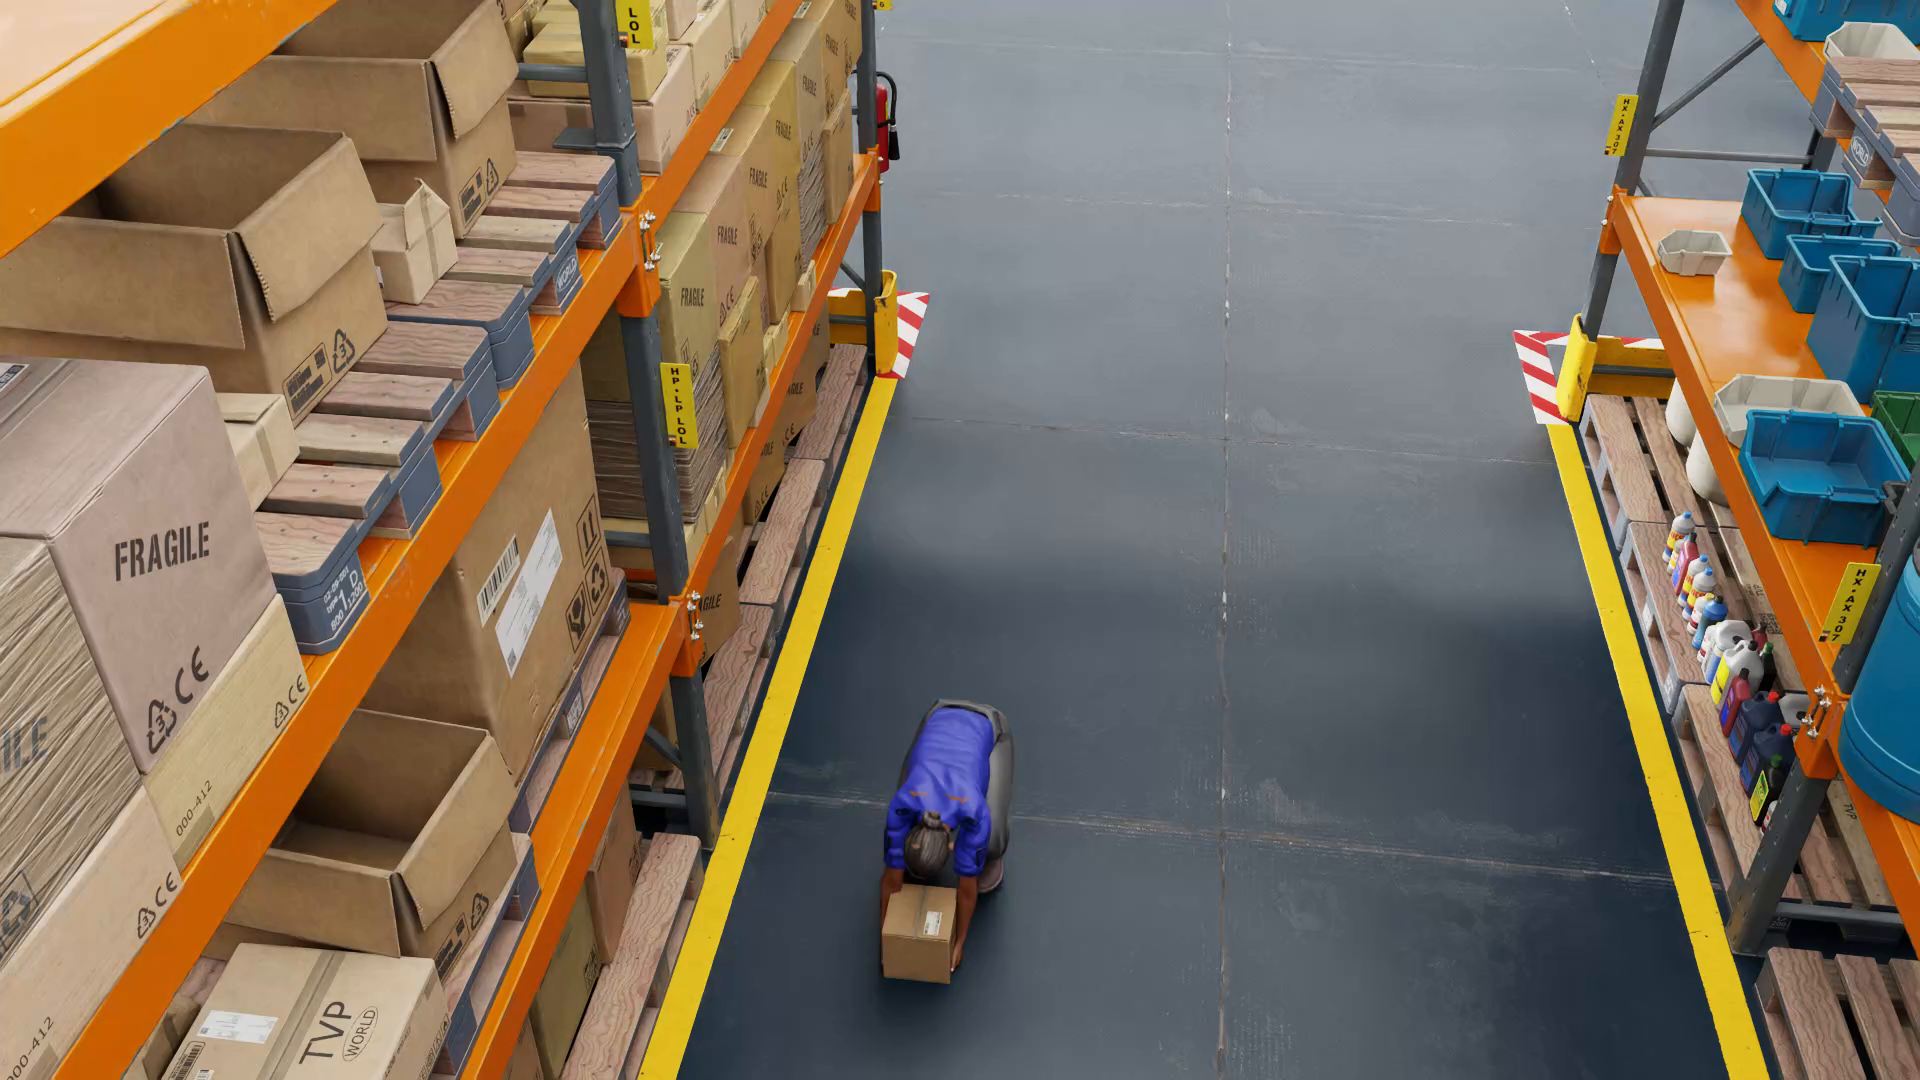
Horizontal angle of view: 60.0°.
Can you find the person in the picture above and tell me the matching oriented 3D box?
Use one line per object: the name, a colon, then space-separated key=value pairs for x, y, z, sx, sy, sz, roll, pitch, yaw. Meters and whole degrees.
person: x=-0.047 y=1.092 z=6.339 sx=0.469 sy=0.766 sz=0.883 roll=9 pitch=37 yaw=12
